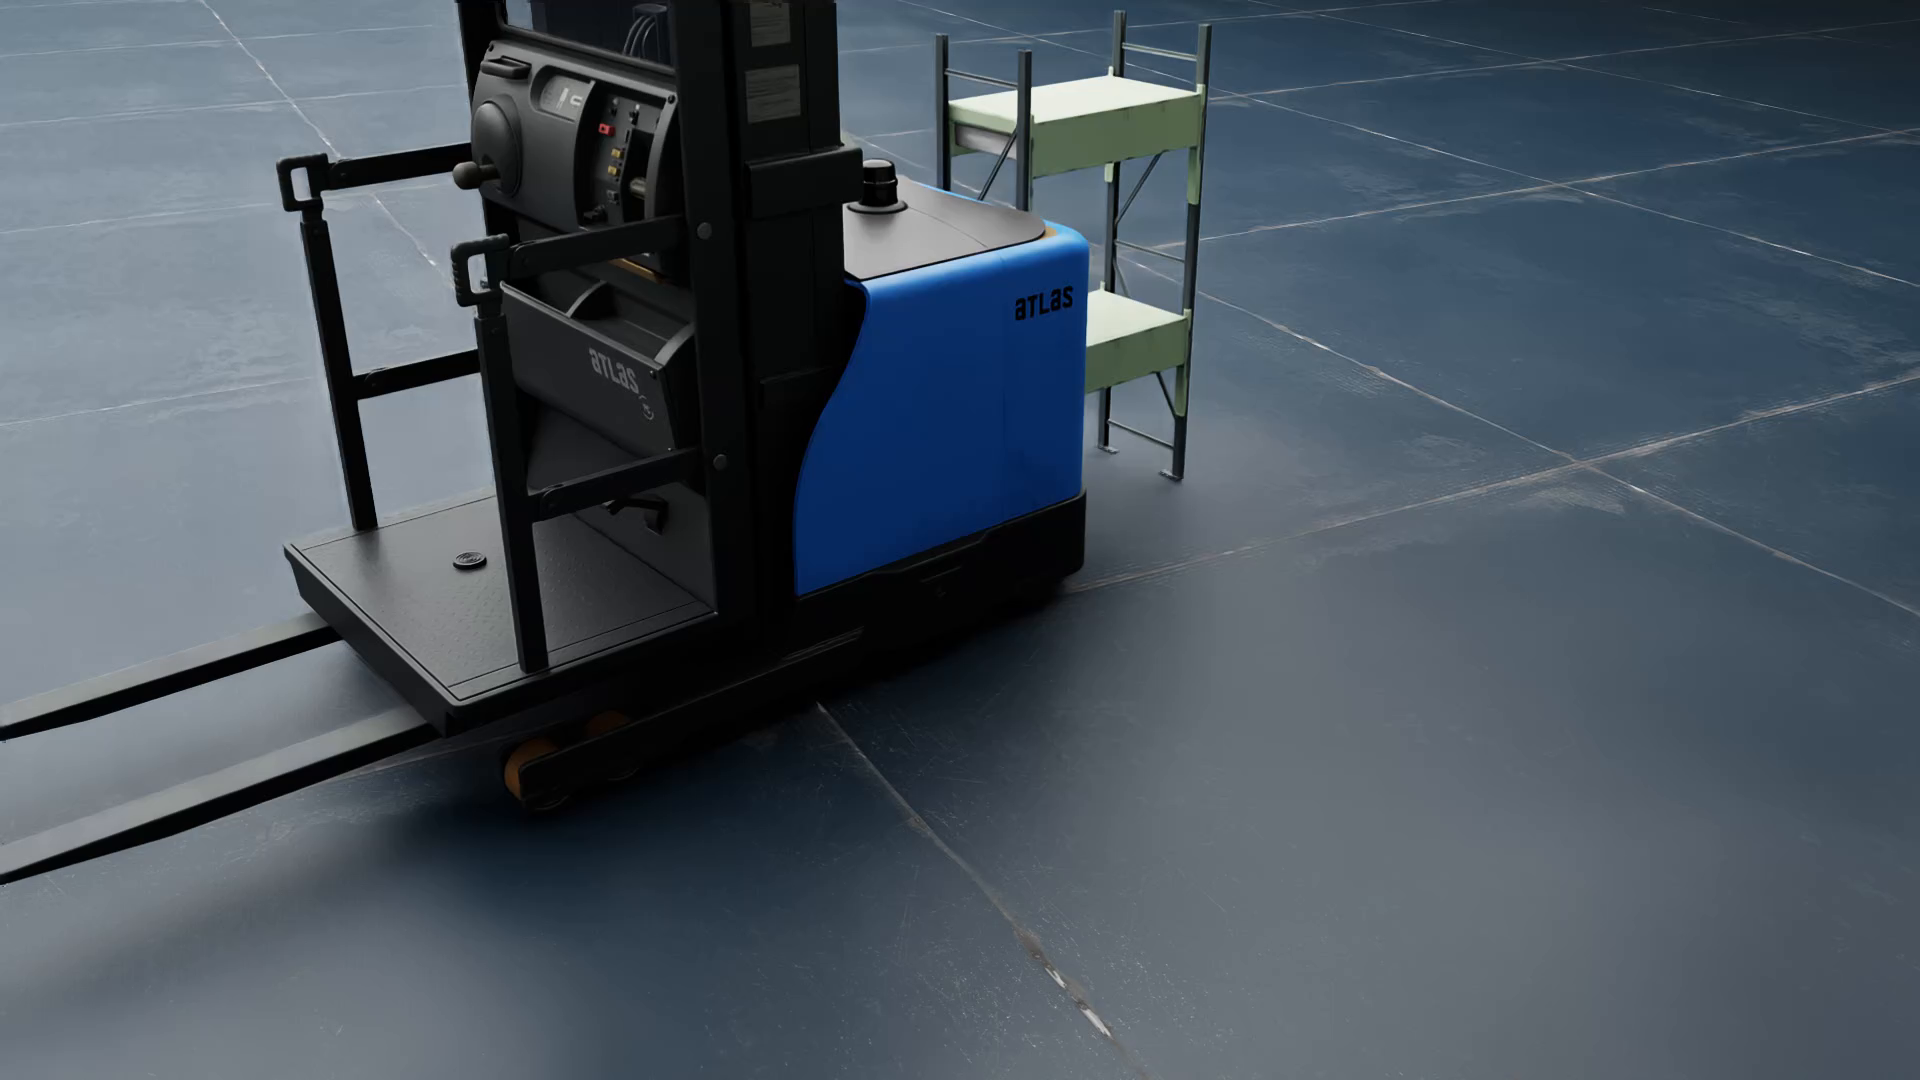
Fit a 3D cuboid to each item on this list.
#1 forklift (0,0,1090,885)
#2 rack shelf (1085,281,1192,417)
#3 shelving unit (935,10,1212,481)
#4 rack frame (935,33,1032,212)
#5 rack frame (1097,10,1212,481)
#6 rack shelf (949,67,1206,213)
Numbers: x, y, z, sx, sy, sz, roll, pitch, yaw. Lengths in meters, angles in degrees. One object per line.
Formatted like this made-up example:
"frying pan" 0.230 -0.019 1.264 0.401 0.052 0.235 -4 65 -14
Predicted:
"forklift" -1.087 -0.942 3.825 3.031 2.935 1.130 -20 32 -35
"rack shelf" 0.345 -0.551 5.418 0.720 0.370 0.431 -20 32 -35
"shelving unit" 0.345 -0.845 5.277 0.755 1.500 0.431 -20 32 -35
"rack frame" 0.064 -0.744 5.066 0.023 1.500 0.400 -20 32 -35
"rack frame" 0.627 -0.946 5.488 0.023 1.500 0.400 -20 32 -35
"rack shelf" 0.345 -1.197 5.108 0.720 0.370 0.431 -20 32 -35
